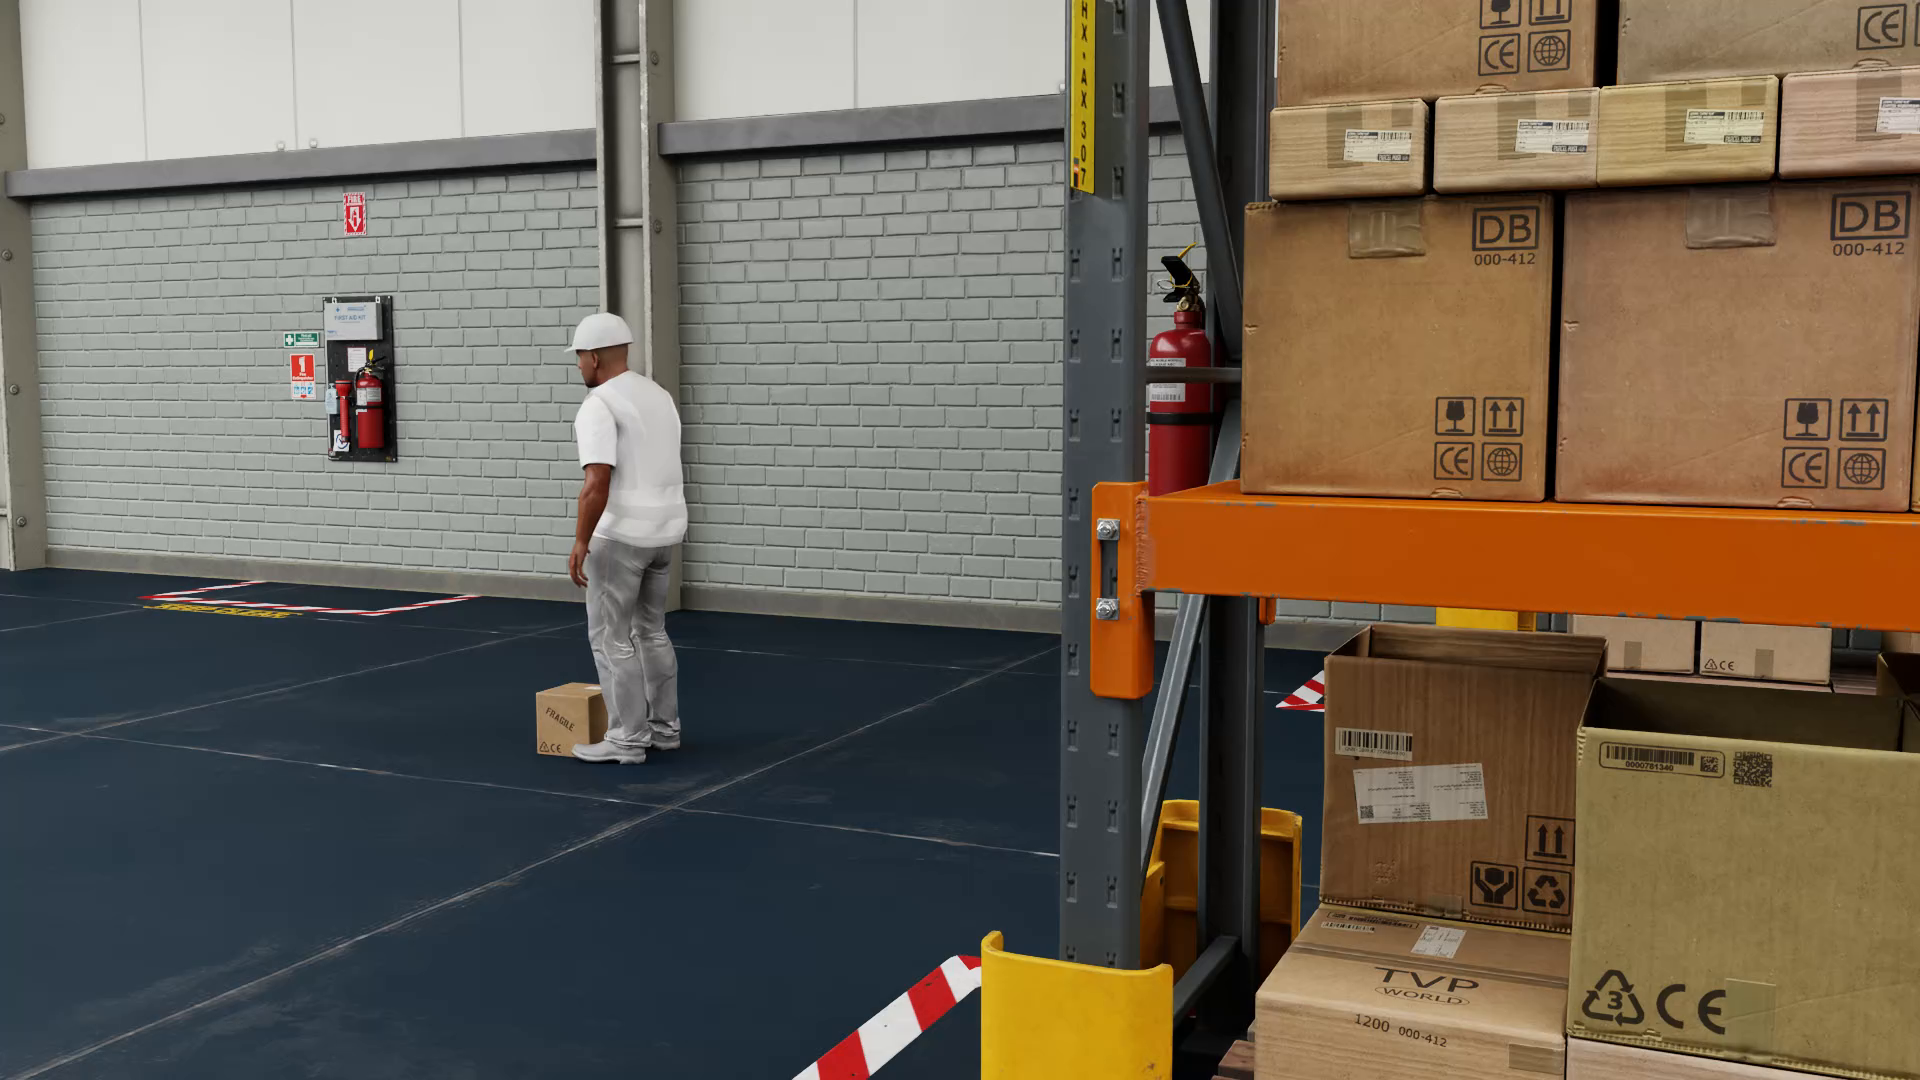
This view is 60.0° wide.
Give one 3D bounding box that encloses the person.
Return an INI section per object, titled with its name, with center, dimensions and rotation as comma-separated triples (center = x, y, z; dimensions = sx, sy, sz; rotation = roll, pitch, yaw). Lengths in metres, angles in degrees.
[person]
center = -1.331, -0.013, 6.582
dimensions = 0.462, 1.760, 0.635
rotation = 2, 6, 22
